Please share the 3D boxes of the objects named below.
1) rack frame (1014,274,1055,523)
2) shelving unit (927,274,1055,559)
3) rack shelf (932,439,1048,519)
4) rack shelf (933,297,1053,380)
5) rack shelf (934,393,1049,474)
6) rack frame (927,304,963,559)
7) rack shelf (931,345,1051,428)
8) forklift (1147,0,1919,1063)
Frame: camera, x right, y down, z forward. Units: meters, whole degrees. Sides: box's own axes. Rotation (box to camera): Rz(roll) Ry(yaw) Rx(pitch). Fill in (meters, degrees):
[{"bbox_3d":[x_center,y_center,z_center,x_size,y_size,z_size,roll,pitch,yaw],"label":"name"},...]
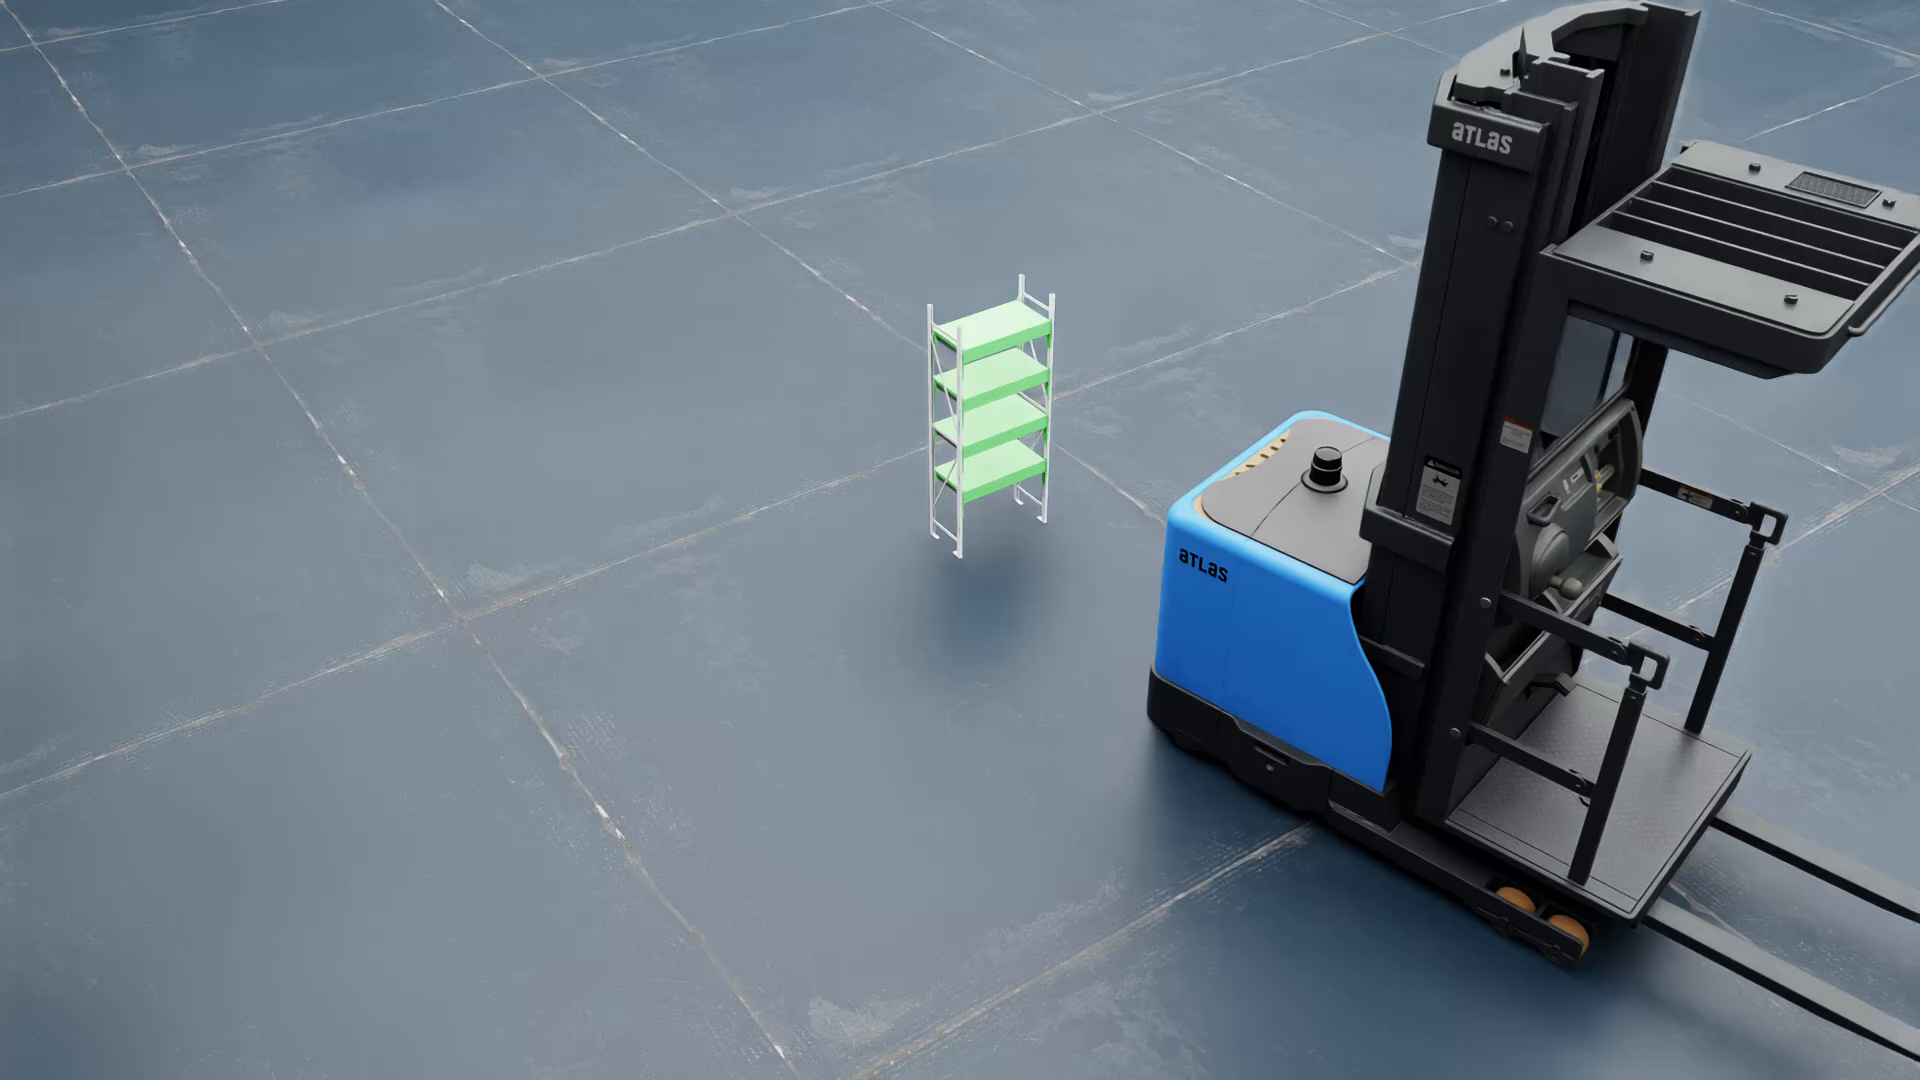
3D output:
[{"bbox_3d":[0.335,-0.625,7.591,0.015,1.200,0.240,-22,41,-28],"label":"rack frame"},{"bbox_3d":[0.135,-0.543,7.477,0.503,1.200,0.258,-22,41,-28],"label":"shelving unit"},{"bbox_3d":[0.135,-0.296,7.655,0.480,0.148,0.258,-22,41,-28],"label":"rack shelf"},{"bbox_3d":[0.135,-0.881,7.234,0.480,0.148,0.258,-22,41,-28],"label":"rack shelf"},{"bbox_3d":[0.135,-0.491,7.514,0.480,0.148,0.258,-22,41,-28],"label":"rack shelf"},{"bbox_3d":[-0.064,-0.461,7.363,0.015,1.200,0.240,-22,41,-28],"label":"rack frame"},{"bbox_3d":[0.135,-0.686,7.374,0.480,0.148,0.258,-22,41,-28],"label":"rack shelf"},{"bbox_3d":[2.189,-0.081,5.353,3.031,2.935,1.130,27,44,32],"label":"forklift"}]
